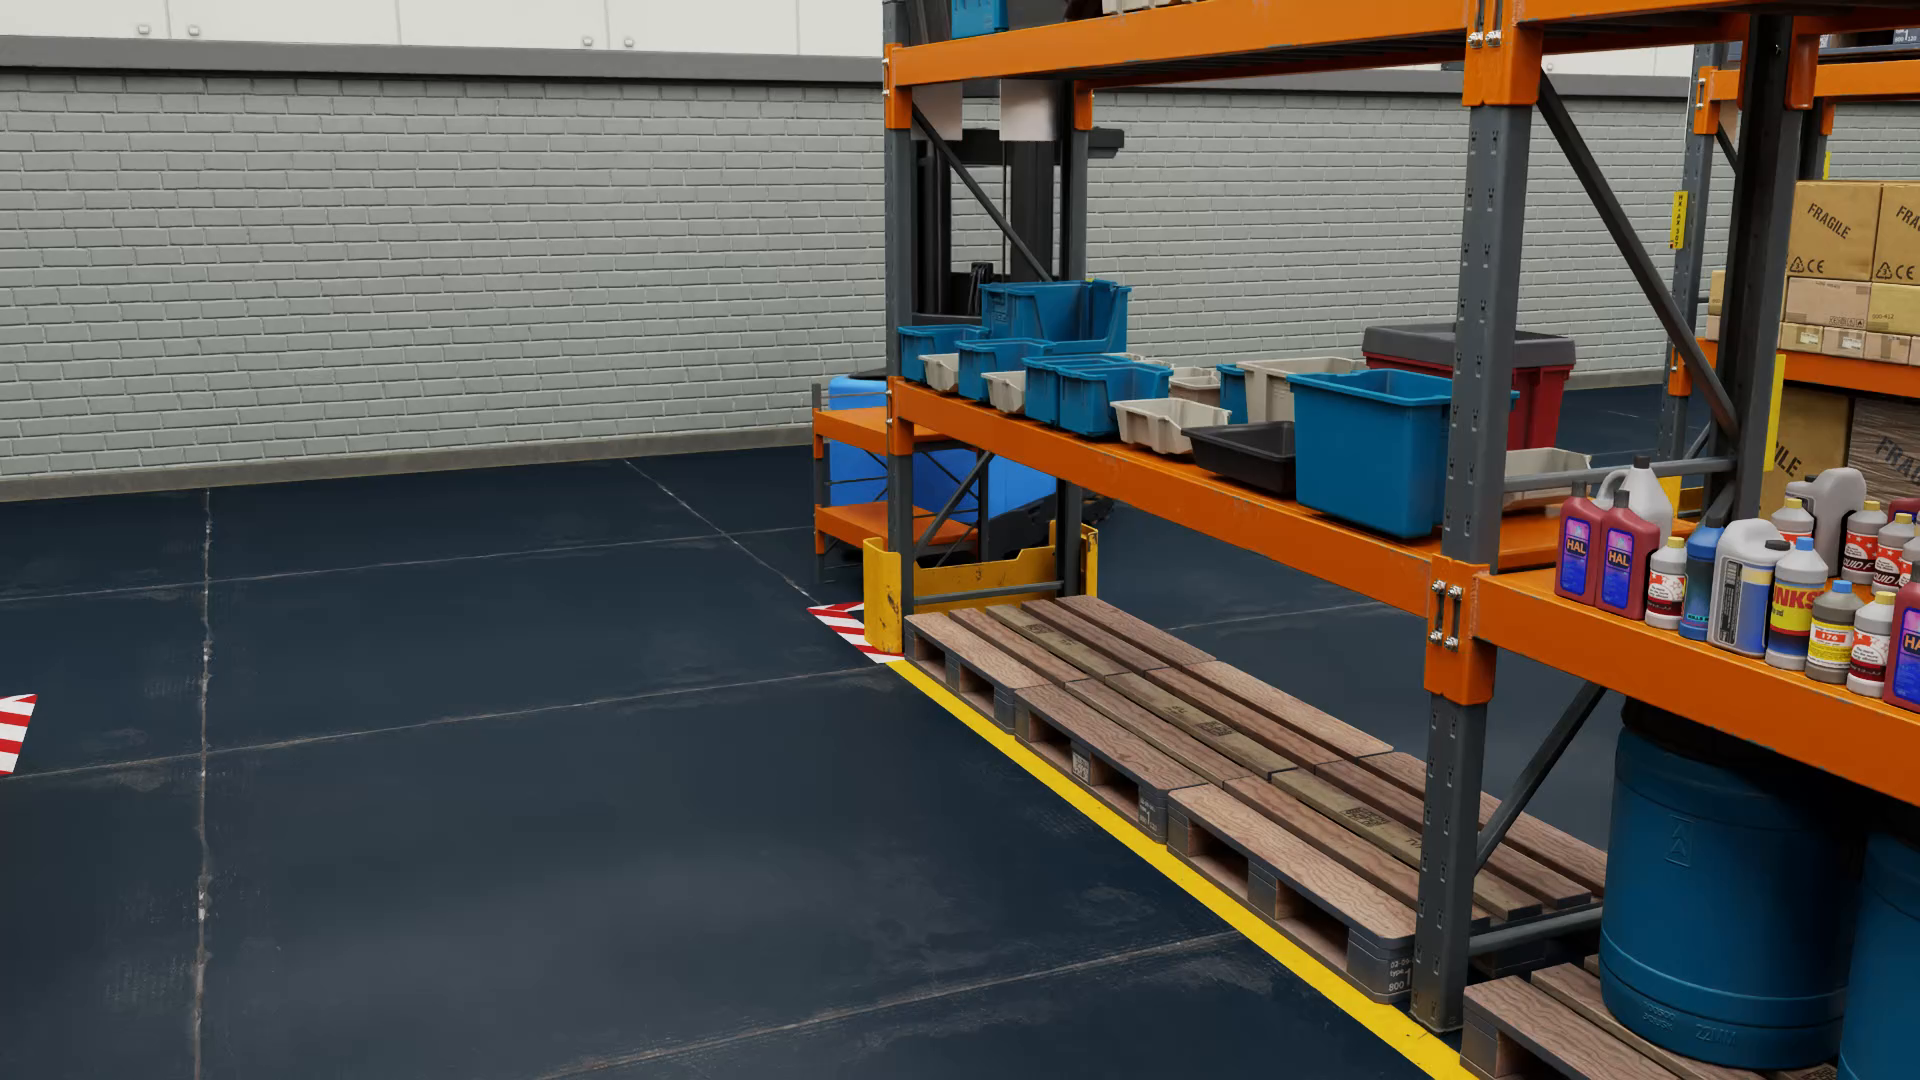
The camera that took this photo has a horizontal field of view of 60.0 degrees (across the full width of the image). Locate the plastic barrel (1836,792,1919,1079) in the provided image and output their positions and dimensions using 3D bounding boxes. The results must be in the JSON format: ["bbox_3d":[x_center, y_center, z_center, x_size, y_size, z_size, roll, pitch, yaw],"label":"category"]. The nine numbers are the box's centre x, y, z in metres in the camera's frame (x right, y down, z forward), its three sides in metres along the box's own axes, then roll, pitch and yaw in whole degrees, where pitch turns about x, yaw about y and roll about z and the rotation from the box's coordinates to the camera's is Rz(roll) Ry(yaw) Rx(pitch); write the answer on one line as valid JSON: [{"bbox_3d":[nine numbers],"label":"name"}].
[{"bbox_3d":[2.219,0.912,3.500,0.600,0.901,0.708,-6,14,-23],"label":"plastic barrel"}]

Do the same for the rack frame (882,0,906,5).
[{"bbox_3d":[0.130,-3.915,7.330,1.000,3.000,0.127,-6,14,-23],"label":"rack frame"}]

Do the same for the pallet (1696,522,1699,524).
[{"bbox_3d":[5.061,0.077,9.570,1.003,0.211,1.213,-6,14,-23],"label":"pallet"}]

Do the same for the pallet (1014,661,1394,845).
[{"bbox_3d":[0.910,0.792,6.482,1.003,0.211,1.213,-6,14,-23],"label":"pallet"}]

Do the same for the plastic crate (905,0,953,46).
[{"bbox_3d":[0.029,-2.286,7.230,0.497,0.269,0.590,-6,14,-23],"label":"plastic crate"}]

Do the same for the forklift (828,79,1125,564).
[{"bbox_3d":[0.364,-1.565,10.631,1.130,2.935,3.031,7,15,28],"label":"forklift"}]

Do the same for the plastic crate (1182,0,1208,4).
[{"bbox_3d":[0.874,-1.727,5.114,0.293,0.136,0.466,-6,14,-23],"label":"plastic crate"}]

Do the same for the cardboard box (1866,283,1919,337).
[{"bbox_3d":[5.026,-1.177,8.477,0.500,0.250,0.500,-6,14,-25],"label":"cardboard box"}]

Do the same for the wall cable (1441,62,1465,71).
[{"bbox_3d":[5.562,-7.410,15.293,2.277,5.999,0.120,-6,14,-23],"label":"wall cable"}]

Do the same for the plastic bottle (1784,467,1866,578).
[{"bbox_3d":[2.187,-0.054,4.224,0.152,0.276,0.135,-6,14,-23],"label":"plastic bottle"}]

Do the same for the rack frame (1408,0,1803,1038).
[{"bbox_3d":[1.733,-0.166,4.435,1.000,3.000,0.127,-6,14,-23],"label":"rack frame"}]

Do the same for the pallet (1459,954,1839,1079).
[{"bbox_3d":[2.004,1.356,4.045,1.003,0.211,1.213,-6,14,-23],"label":"pallet"}]

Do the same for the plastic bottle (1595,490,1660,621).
[{"bbox_3d":[1.542,0.033,3.836,0.061,0.283,0.133,-6,14,-23],"label":"plastic bottle"}]

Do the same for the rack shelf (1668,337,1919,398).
[{"bbox_3d":[5.470,-0.676,8.235,1.077,0.370,4.000,-6,14,-23],"label":"rack shelf"}]

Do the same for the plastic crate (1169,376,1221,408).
[{"bbox_3d":[0.995,-0.565,6.611,0.298,0.136,0.250,-6,14,-23],"label":"plastic crate"}]

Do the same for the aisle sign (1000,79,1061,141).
[{"bbox_3d":[0.370,-2.300,7.892,0.394,0.787,0.004,-6,14,-23],"label":"aisle sign"}]

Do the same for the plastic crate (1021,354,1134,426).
[{"bbox_3d":[0.455,-0.587,6.494,0.416,0.233,0.300,-6,14,-23],"label":"plastic crate"}]

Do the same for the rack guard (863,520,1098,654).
[{"bbox_3d":[0.109,0.221,8.304,1.175,0.500,0.348,-6,14,-23],"label":"rack guard"}]

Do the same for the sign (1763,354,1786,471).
[{"bbox_3d":[2.237,-0.350,4.617,0.100,0.325,0.005,-6,14,-23],"label":"sign"}]

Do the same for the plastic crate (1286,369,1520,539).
[{"bbox_3d":[1.233,-0.253,4.714,0.392,0.384,0.575,-6,14,-23],"label":"plastic crate"}]

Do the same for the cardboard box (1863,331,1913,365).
[{"bbox_3d":[4.922,-1.002,8.605,0.380,0.149,0.250,-6,14,-24],"label":"cardboard box"}]

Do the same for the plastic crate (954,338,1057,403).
[{"bbox_3d":[0.191,-0.723,7.082,0.416,0.233,0.300,-6,14,-23],"label":"plastic crate"}]

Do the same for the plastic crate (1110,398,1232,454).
[{"bbox_3d":[0.760,-0.400,5.896,0.293,0.136,0.466,-6,14,-23],"label":"plastic crate"}]

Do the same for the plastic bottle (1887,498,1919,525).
[{"bbox_3d":[2.321,-0.013,4.034,0.061,0.283,0.133,-6,14,-23],"label":"plastic bottle"}]

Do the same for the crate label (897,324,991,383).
[{"bbox_3d":[-0.072,-0.860,7.669,0.416,0.233,0.303,-6,14,-23],"label":"crate label"}]

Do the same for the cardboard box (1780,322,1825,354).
[{"bbox_3d":[4.715,-1.109,9.065,0.380,0.149,0.250,-6,14,-24],"label":"cardboard box"}]

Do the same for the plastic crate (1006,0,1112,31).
[{"bbox_3d":[0.490,-2.083,6.204,0.504,0.338,0.767,-6,14,-23],"label":"plastic crate"}]

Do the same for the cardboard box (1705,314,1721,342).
[{"bbox_3d":[4.508,-1.214,9.522,0.380,0.149,0.250,-5,14,-22],"label":"cardboard box"}]

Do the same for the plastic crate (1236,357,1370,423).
[{"bbox_3d":[1.290,-0.470,5.877,0.437,0.282,0.530,-6,14,-23],"label":"plastic crate"}]

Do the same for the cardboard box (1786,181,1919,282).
[{"bbox_3d":[4.814,-1.650,8.858,0.500,0.500,0.500,-6,14,-24],"label":"cardboard box"}]

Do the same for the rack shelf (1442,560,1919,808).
[{"bbox_3d":[2.534,0.598,2.731,1.077,0.370,4.000,-6,14,-23],"label":"rack shelf"}]

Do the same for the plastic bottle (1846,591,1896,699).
[{"bbox_3d":[1.815,0.203,3.281,0.097,0.201,0.097,0,13,0],"label":"plastic bottle"}]

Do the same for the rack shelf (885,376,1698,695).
[{"bbox_3d":[0.932,-0.229,6.302,1.077,0.370,4.000,-6,14,-23],"label":"rack shelf"}]

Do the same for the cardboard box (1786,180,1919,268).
[{"bbox_3d":[5.105,-1.800,9.506,0.500,0.500,0.500,-5,14,-22],"label":"cardboard box"}]

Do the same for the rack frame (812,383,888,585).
[{"bbox_3d":[-0.585,-0.330,9.301,0.500,1.125,0.032,-7,15,-29],"label":"rack frame"}]

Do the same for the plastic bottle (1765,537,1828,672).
[{"bbox_3d":[1.737,0.129,3.447,0.097,0.271,0.097,0,13,0],"label":"plastic bottle"}]

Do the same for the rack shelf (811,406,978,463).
[{"bbox_3d":[-0.332,-0.516,8.805,0.538,0.278,1.000,-7,15,-29],"label":"rack shelf"}]

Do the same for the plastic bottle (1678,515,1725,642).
[{"bbox_3d":[1.644,0.081,3.654,0.097,0.271,0.097,0,13,0],"label":"plastic bottle"}]

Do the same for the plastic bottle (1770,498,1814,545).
[{"bbox_3d":[2.080,-0.002,4.167,0.097,0.201,0.097,0,13,0],"label":"plastic bottle"}]

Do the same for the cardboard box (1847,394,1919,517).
[{"bbox_3d":[5.363,-0.296,8.779,0.875,0.875,0.875,-6,14,-23],"label":"cardboard box"}]

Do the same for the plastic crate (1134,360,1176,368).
[{"bbox_3d":[0.726,-0.680,7.107,0.396,0.136,0.243,-6,14,-23],"label":"plastic crate"}]

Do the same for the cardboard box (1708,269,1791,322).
[{"bbox_3d":[4.613,-1.388,9.389,0.500,0.250,0.500,-6,14,-24],"label":"cardboard box"}]

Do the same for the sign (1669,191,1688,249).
[{"bbox_3d":[4.158,-1.851,9.621,0.100,0.325,0.005,-6,14,-23],"label":"sign"}]

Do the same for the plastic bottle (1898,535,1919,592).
[{"bbox_3d":[2.226,0.073,3.841,0.097,0.201,0.097,0,13,0],"label":"plastic bottle"}]

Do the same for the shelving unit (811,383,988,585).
[{"bbox_3d":[-0.332,-0.231,8.871,0.538,1.125,1.048,-7,15,-29],"label":"shelving unit"}]
